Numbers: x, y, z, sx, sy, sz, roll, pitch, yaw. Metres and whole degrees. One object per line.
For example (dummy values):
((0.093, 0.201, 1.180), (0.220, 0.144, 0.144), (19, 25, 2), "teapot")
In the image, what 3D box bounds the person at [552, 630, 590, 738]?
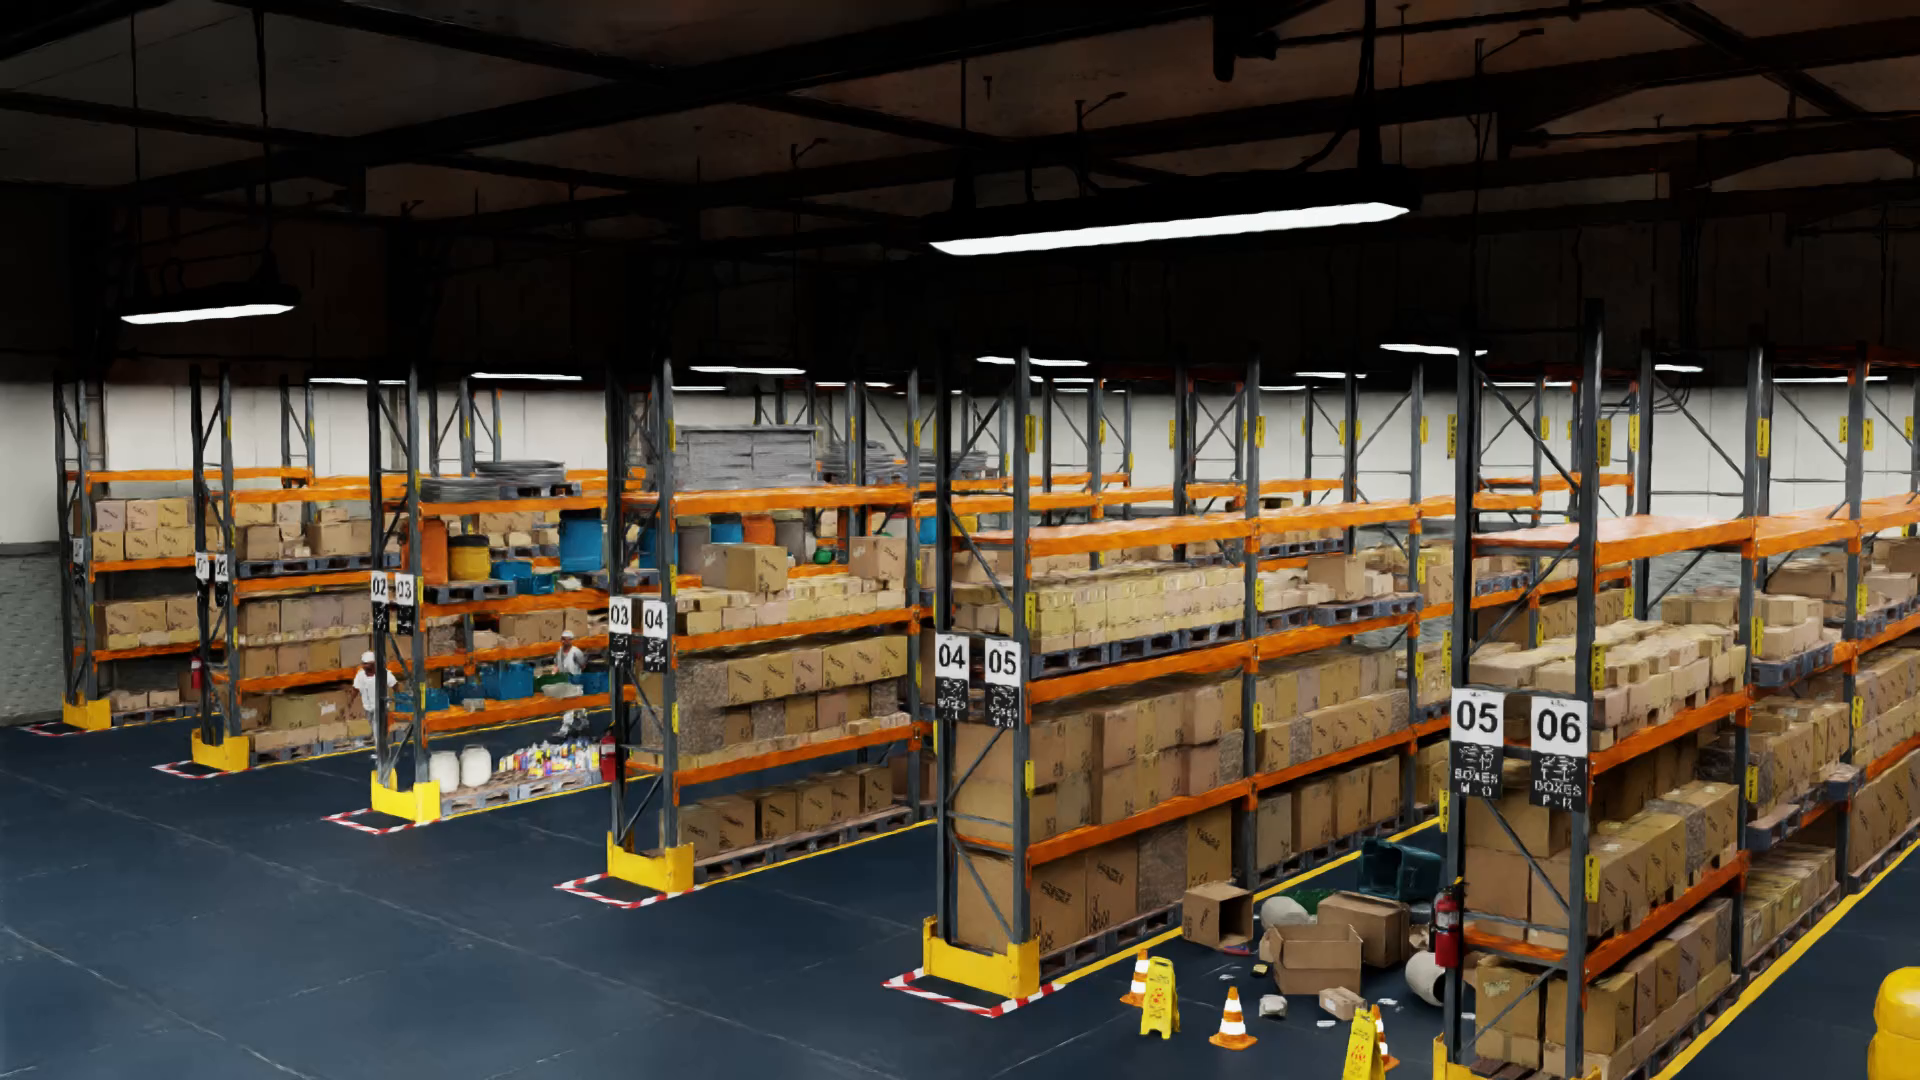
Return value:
((-6.415, 2.326, 27.207), (0.528, 1.727, 1.030), (3, 5, 32), "person")

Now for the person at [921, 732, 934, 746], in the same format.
((-0.612, 2.569, 24.729), (0.456, 1.589, 1.088), (4, 6, 42), "person")

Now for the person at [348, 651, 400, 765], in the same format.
((-8.780, 2.499, 25.017), (0.711, 1.695, 0.814), (2, 4, 21), "person")
